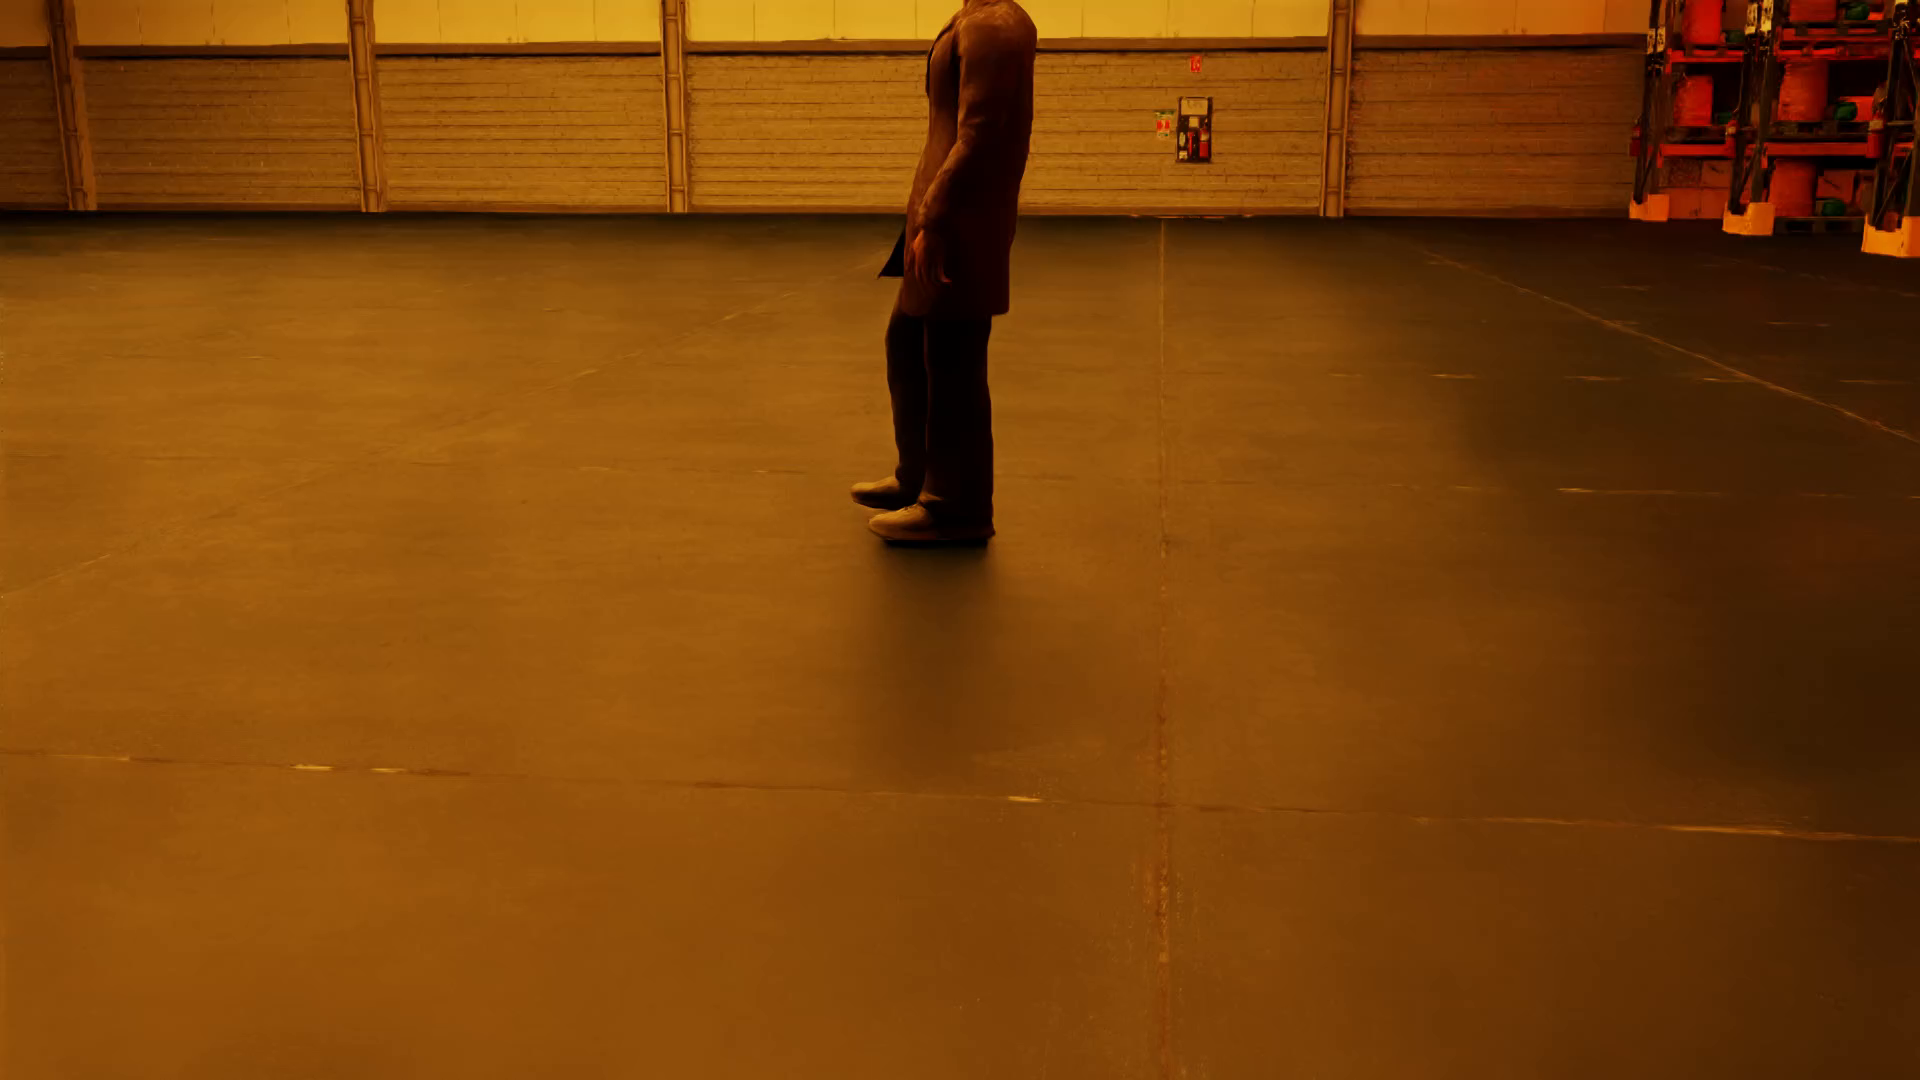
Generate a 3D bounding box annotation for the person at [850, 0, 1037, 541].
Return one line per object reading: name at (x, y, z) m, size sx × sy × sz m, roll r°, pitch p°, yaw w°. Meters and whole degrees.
person at (-0.088, -0.877, 4.757) m, size 0.586 × 1.775 × 0.694 m, roll 2°, pitch 13°, yaw 7°
